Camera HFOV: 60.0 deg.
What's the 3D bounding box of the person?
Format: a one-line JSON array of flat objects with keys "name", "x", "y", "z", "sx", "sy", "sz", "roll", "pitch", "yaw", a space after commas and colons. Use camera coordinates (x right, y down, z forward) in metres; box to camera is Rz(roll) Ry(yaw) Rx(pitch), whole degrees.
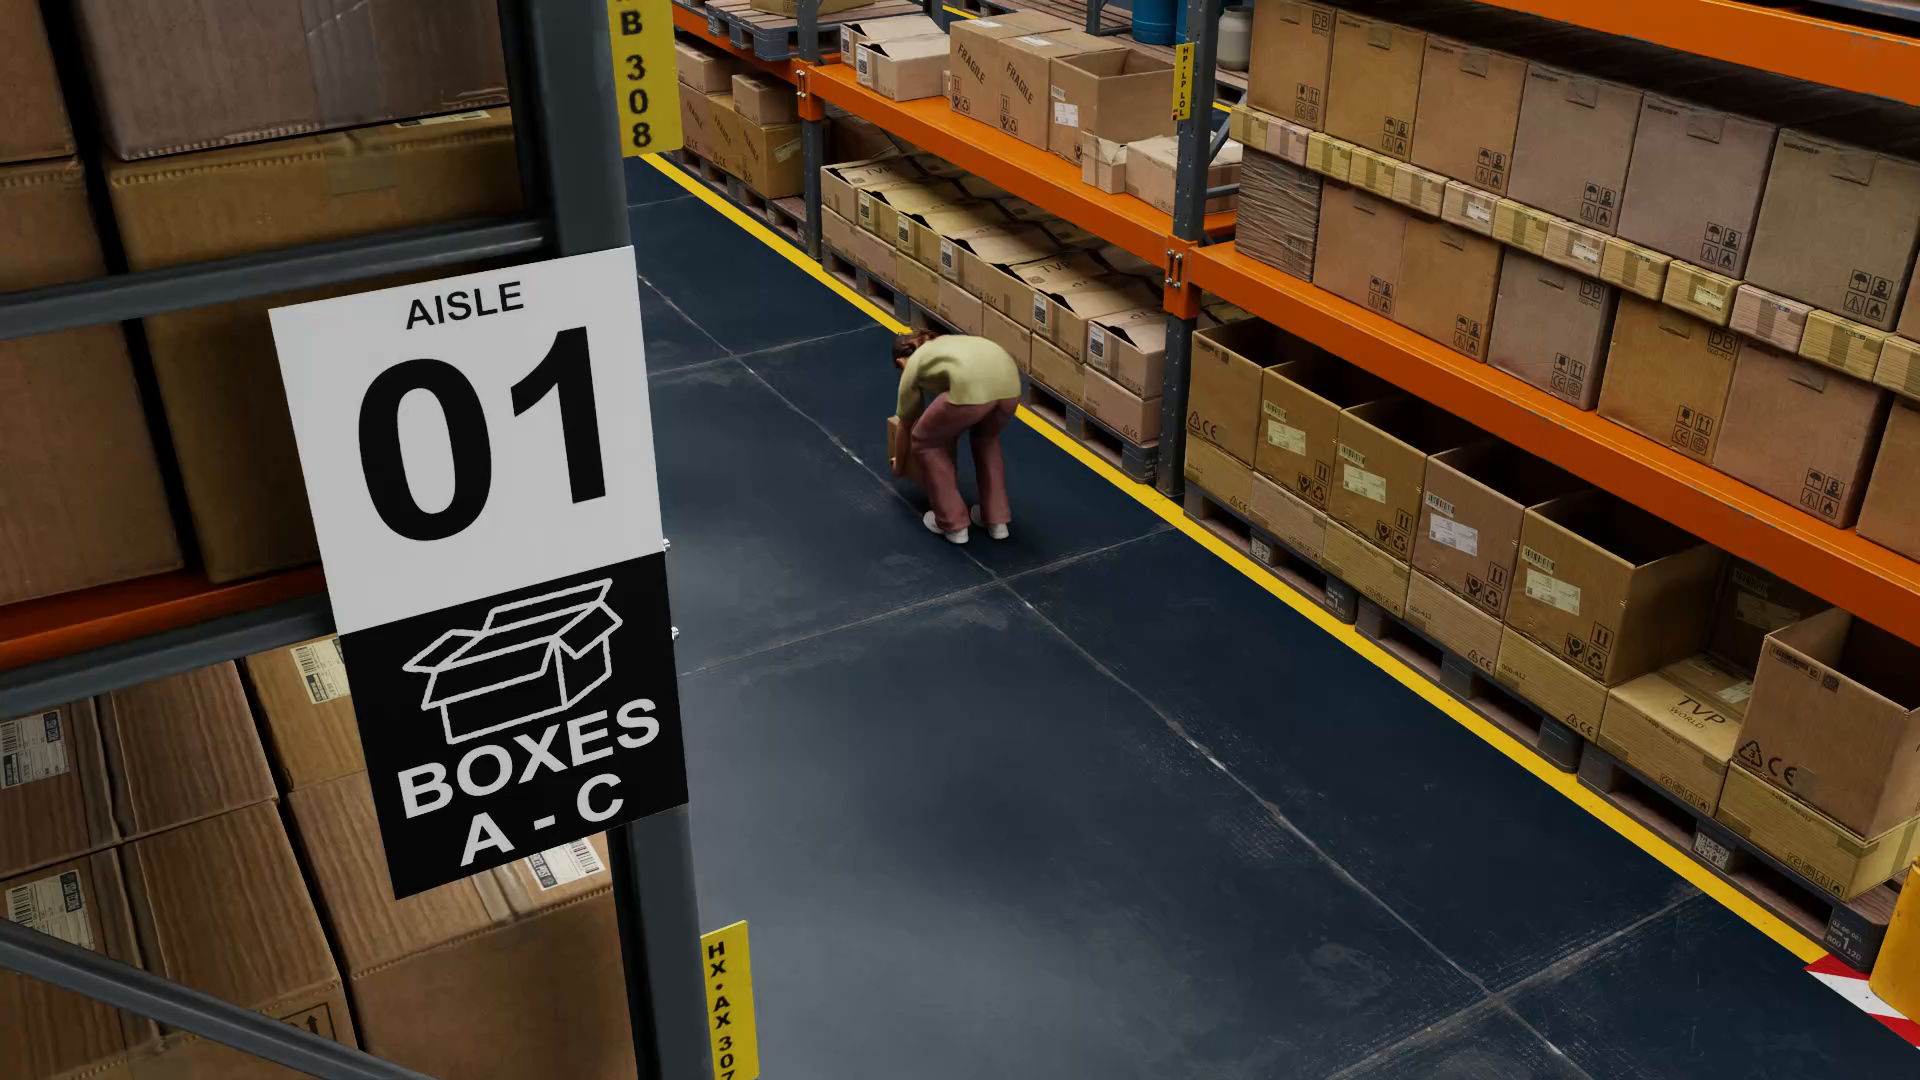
[{"name": "person", "x": -0.051, "y": -0.507, "z": 7.819, "sx": 0.442, "sy": 0.915, "sz": 0.857, "roll": -18, "pitch": 34, "yaw": -28}]
